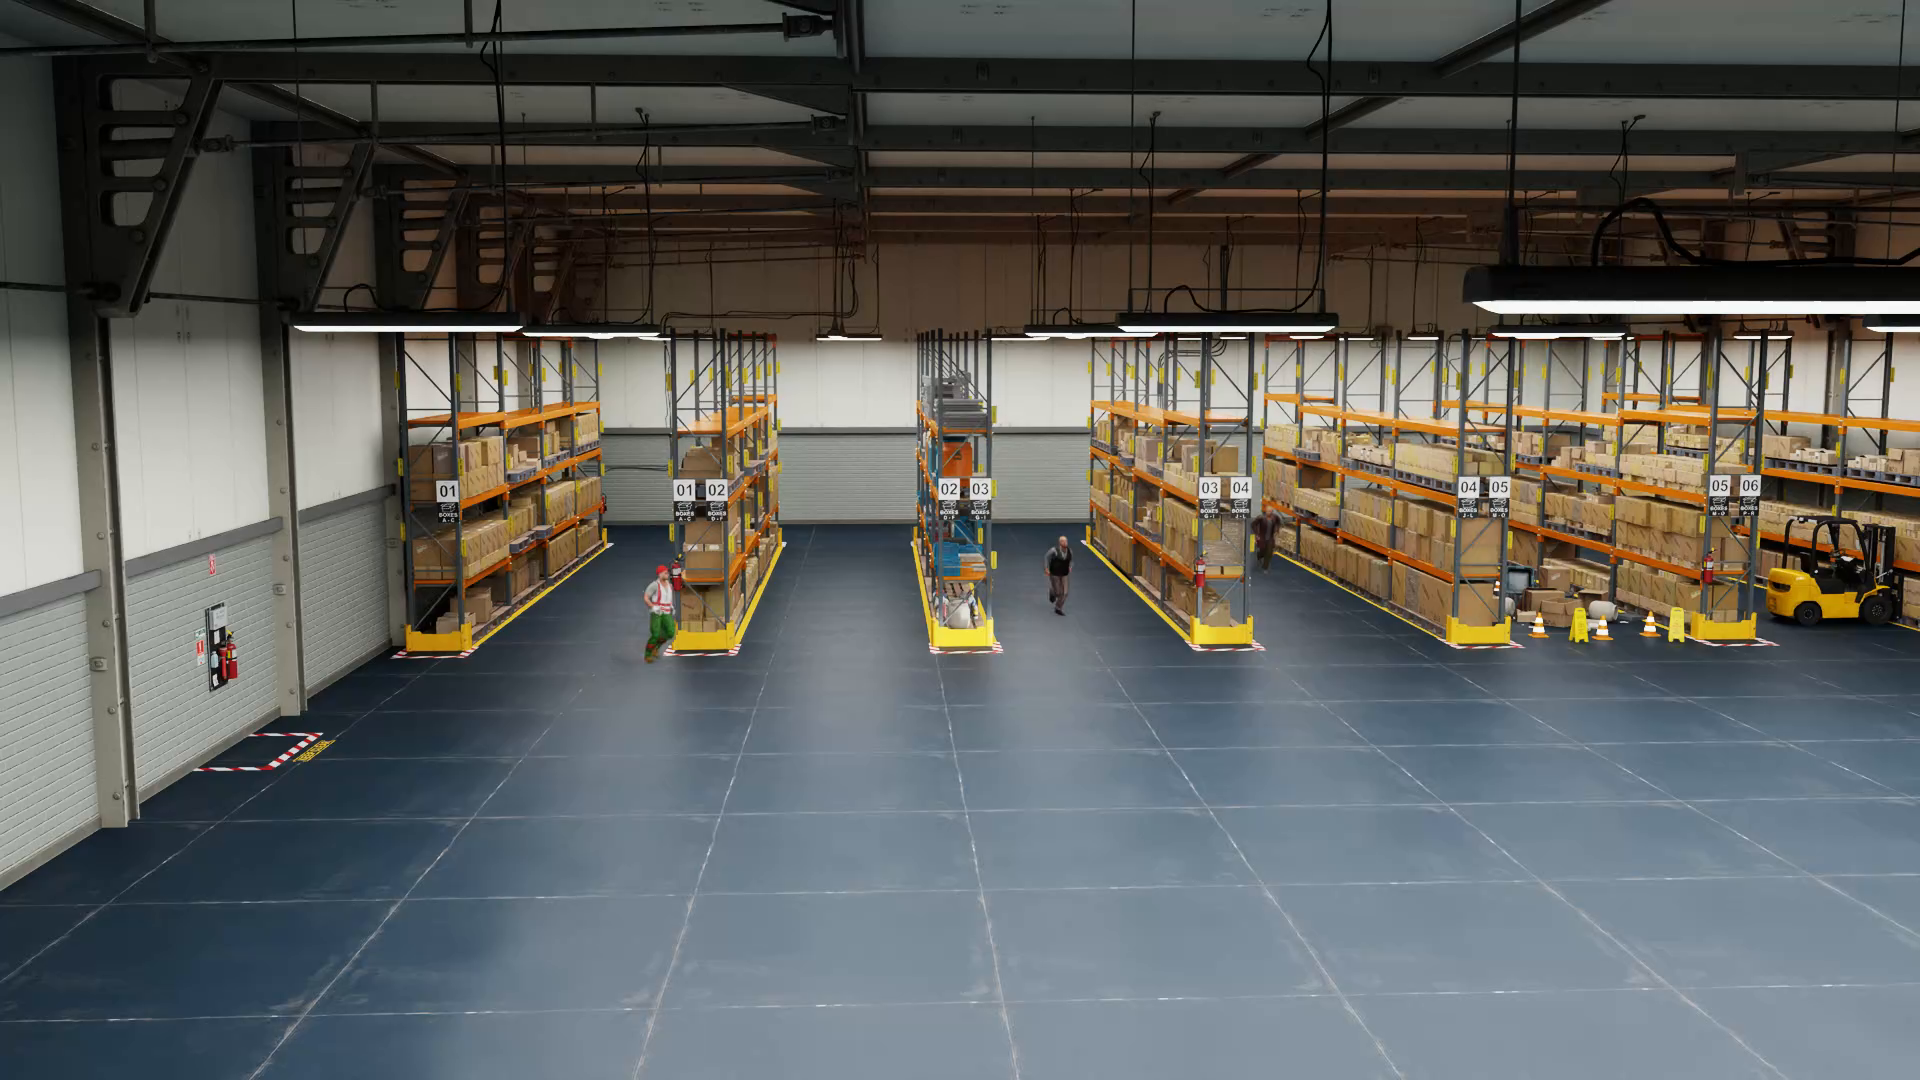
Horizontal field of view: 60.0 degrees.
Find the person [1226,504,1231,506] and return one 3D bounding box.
[{"bbox_3d":[7.754,-0.783,48.609,0.496,1.628,0.962,5,8,35],"label":"person"}]

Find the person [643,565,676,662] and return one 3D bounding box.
[{"bbox_3d":[-5.375,1.324,30.080,0.524,1.719,0.718,6,9,41],"label":"person"}]

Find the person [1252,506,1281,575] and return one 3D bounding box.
[{"bbox_3d":[7.663,-0.020,41.755,0.712,1.726,0.882,-1,7,-10],"label":"person"}]

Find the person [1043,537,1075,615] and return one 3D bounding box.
[{"bbox_3d":[2.107,0.753,35.339,0.690,1.681,0.694,-2,7,-20],"label":"person"}]
